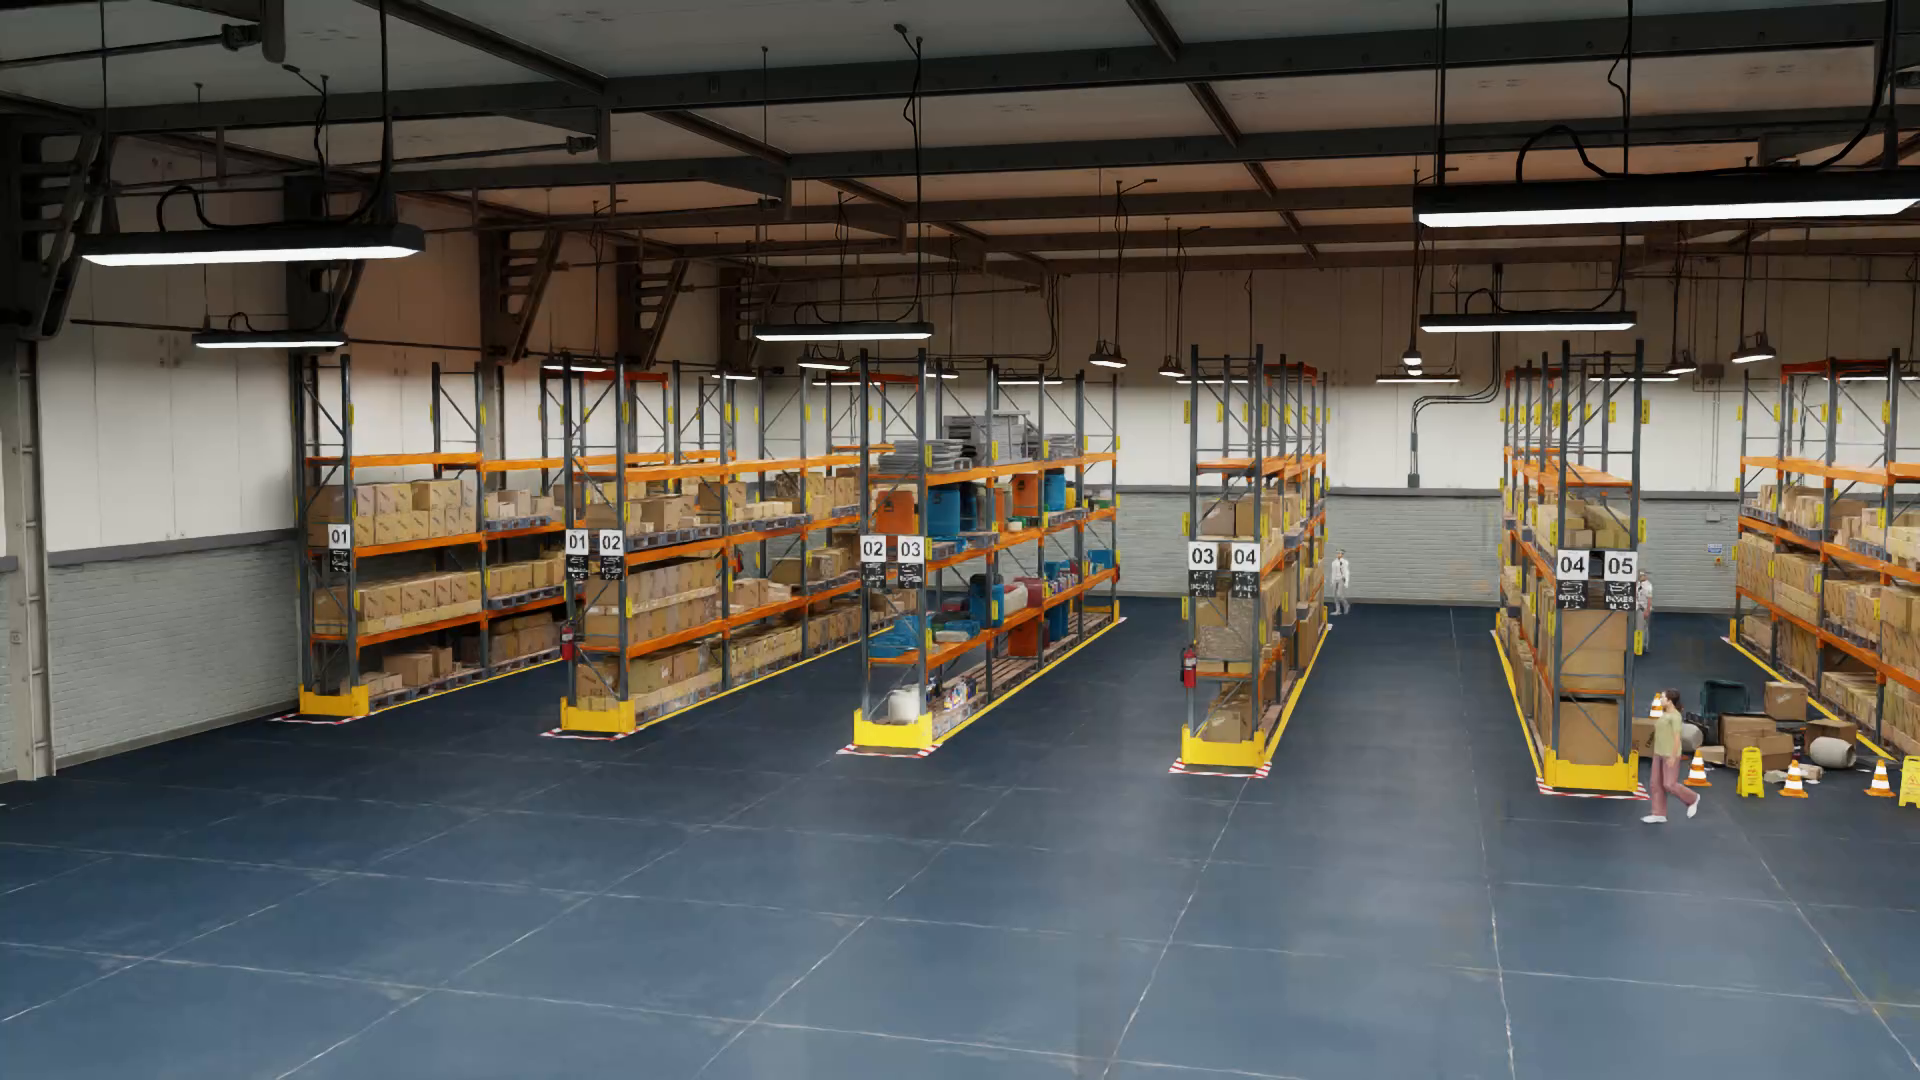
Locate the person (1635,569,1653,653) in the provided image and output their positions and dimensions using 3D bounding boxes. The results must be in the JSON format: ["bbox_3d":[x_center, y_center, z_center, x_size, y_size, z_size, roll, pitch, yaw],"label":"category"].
[{"bbox_3d":[14.390,1.491,35.167,0.495,1.773,0.590,2,5,21],"label":"person"}]

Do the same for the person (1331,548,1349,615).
[{"bbox_3d":[9.454,1.034,41.476,0.433,1.682,0.495,-2,5,-29],"label":"person"}]

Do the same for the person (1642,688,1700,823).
[{"bbox_3d":[8.727,2.645,20.343,0.646,1.653,0.439,-1,5,-19],"label":"person"}]

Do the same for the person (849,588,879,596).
[{"bbox_3d":[-2.551,0.730,45.488,1.023,1.730,0.661,2,5,29],"label":"person"}]
